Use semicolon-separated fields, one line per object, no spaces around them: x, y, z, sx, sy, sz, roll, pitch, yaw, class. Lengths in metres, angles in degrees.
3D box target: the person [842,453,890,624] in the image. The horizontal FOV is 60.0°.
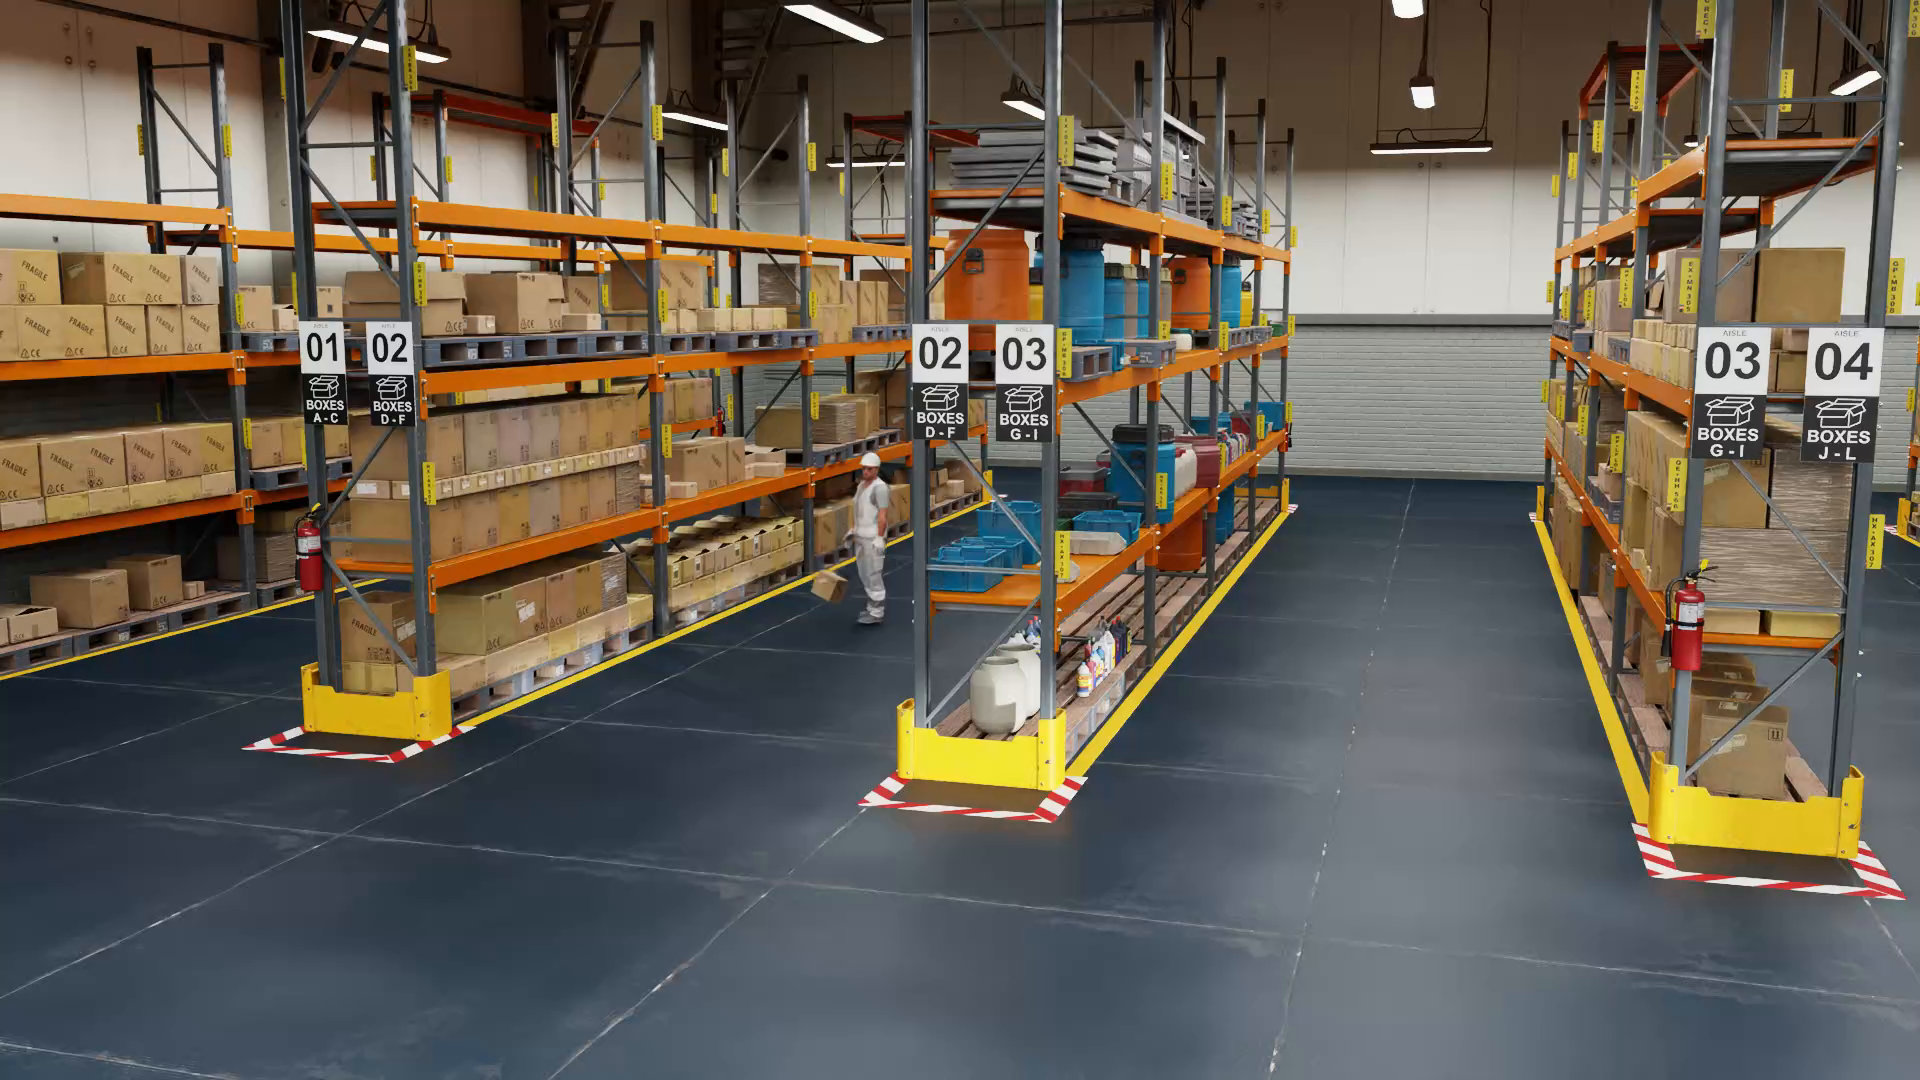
-0.965;-0.025;17.299;0.423;1.788;0.665;-4;9;-27;person
